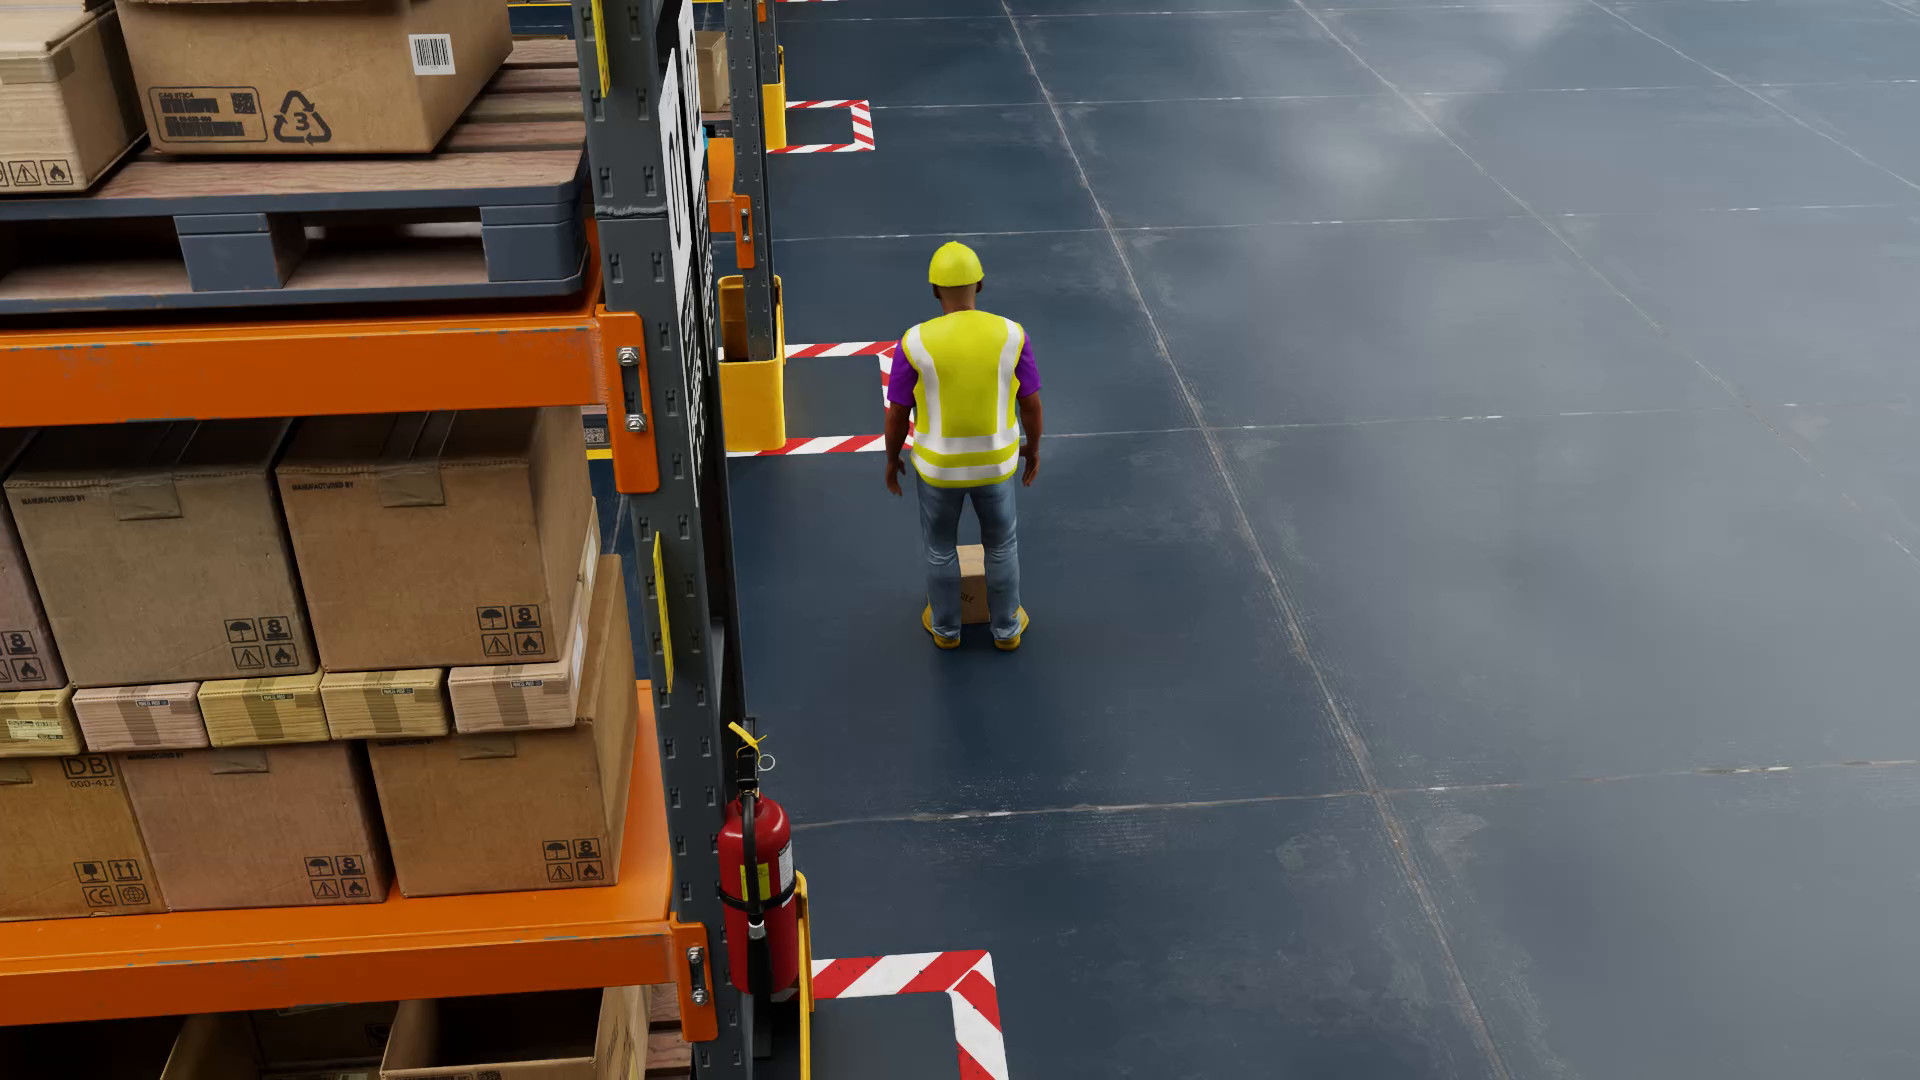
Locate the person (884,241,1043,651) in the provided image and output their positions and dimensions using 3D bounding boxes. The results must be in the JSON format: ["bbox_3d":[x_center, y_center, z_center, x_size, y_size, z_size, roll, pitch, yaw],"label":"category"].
[{"bbox_3d":[0.015,-0.333,6.674,0.638,1.757,0.457,-4,31,-6],"label":"person"}]
